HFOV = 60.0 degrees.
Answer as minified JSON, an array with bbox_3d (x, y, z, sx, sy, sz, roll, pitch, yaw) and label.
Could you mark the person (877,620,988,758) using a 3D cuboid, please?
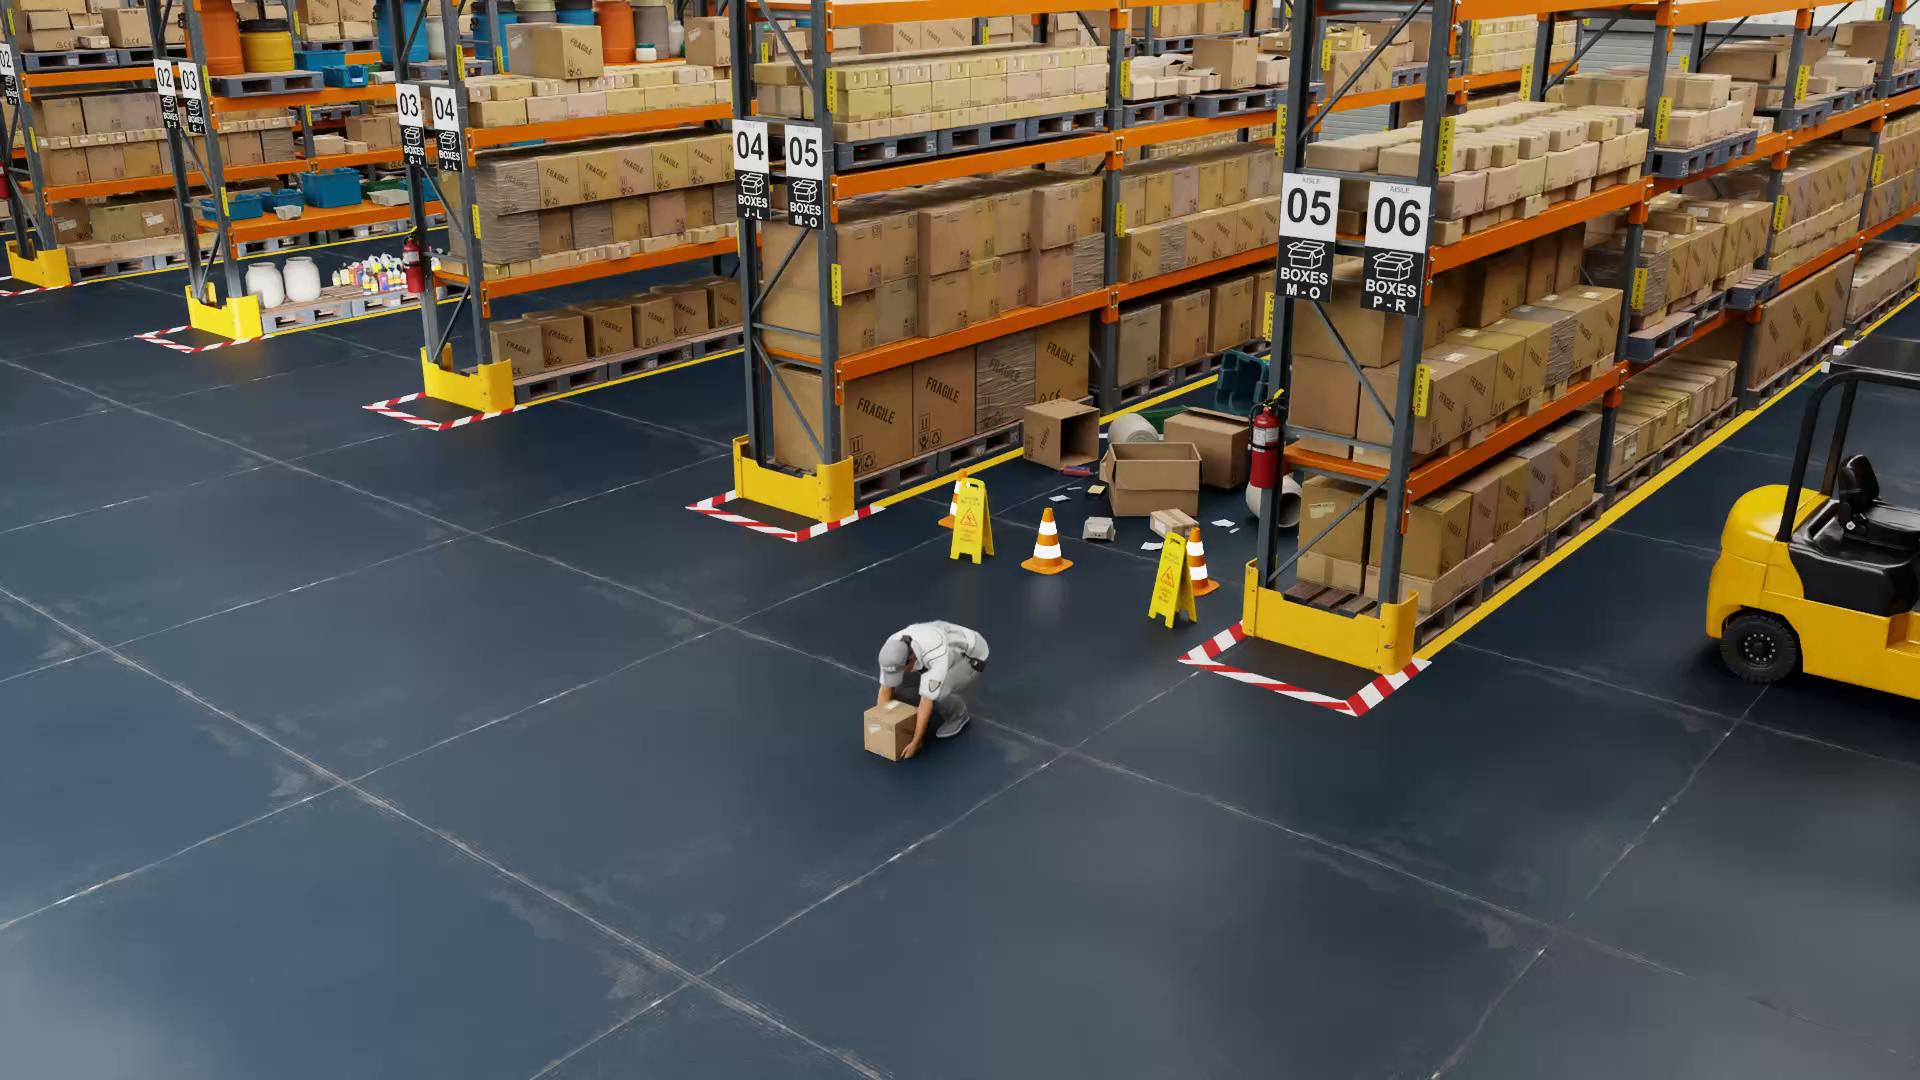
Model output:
[{"bbox_3d":[-0.209,0.864,10.169,0.499,0.806,0.879,15,25,36],"label":"person"}]
